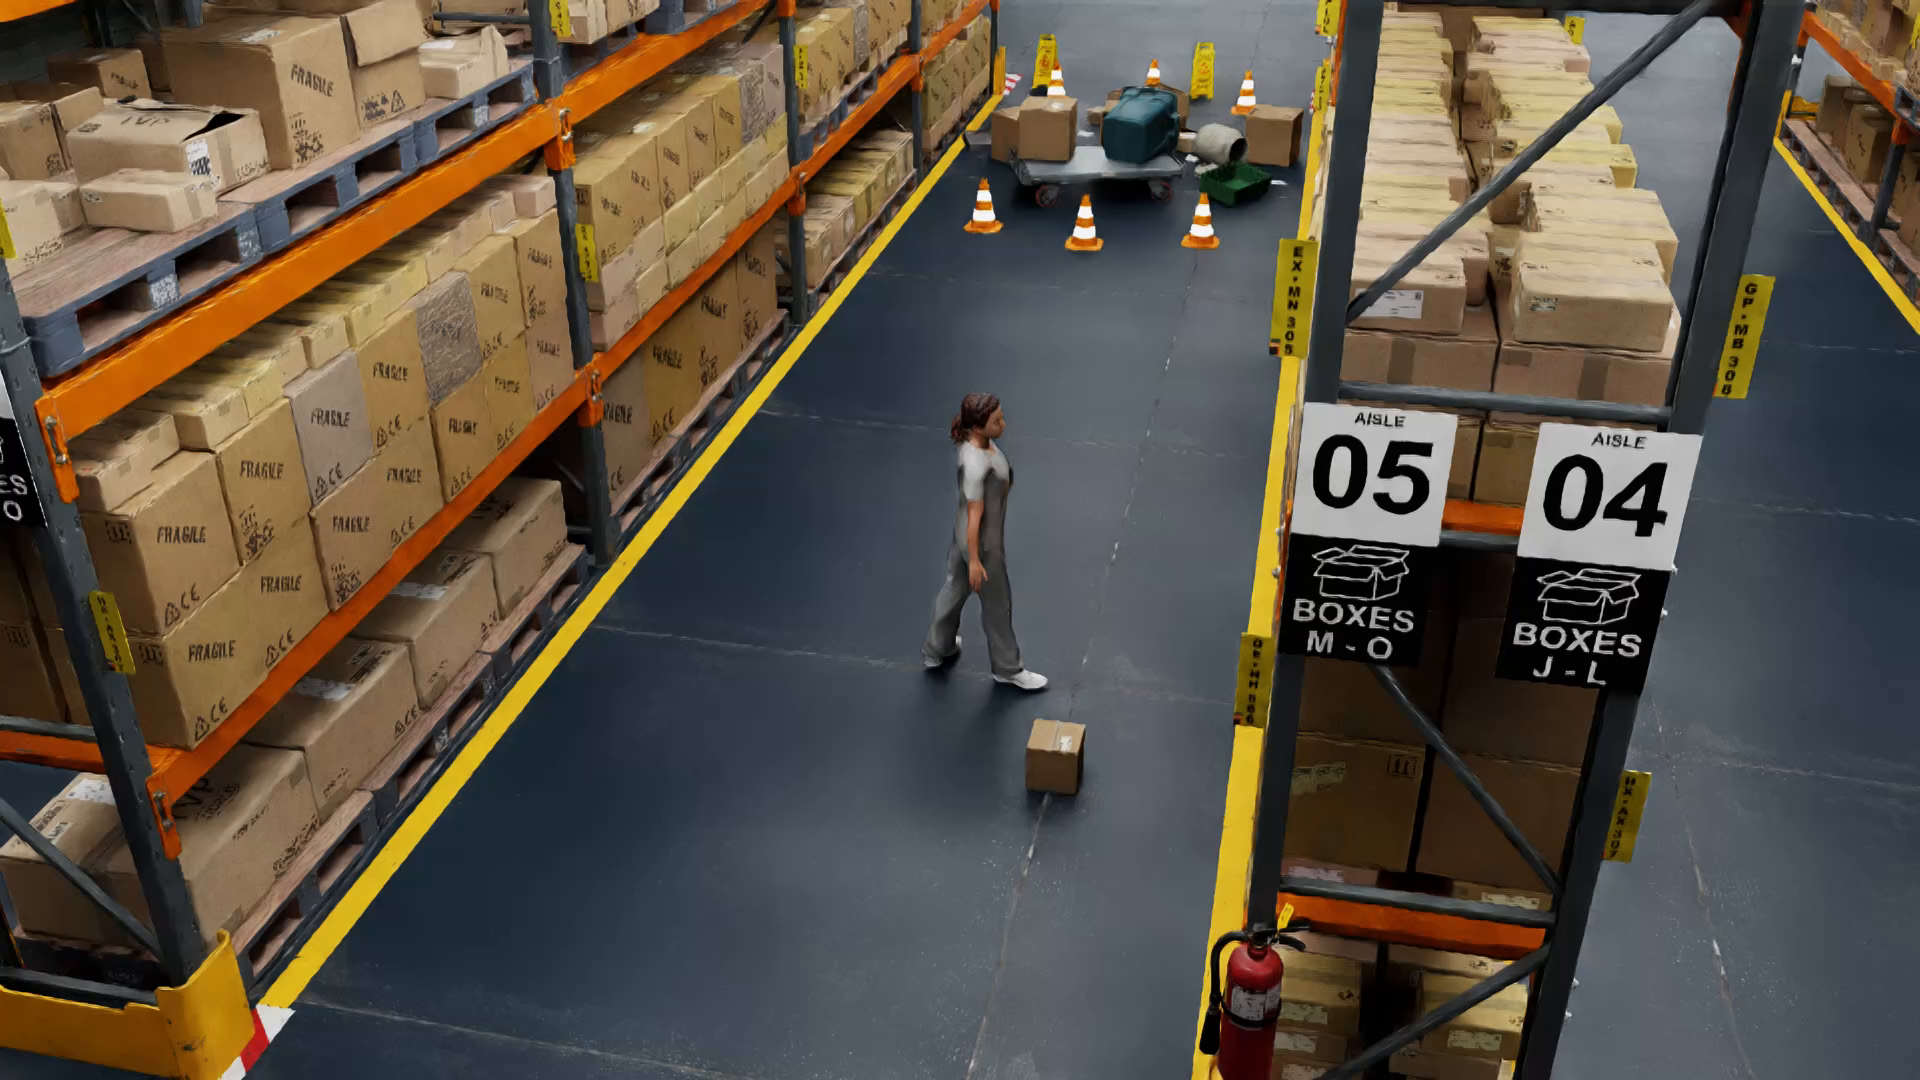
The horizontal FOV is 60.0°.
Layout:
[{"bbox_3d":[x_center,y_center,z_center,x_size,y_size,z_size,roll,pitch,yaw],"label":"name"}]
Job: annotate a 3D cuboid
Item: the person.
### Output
[{"bbox_3d":[0.128,0.011,8.585,0.659,1.661,0.646,-2,29,-3],"label":"person"}]
